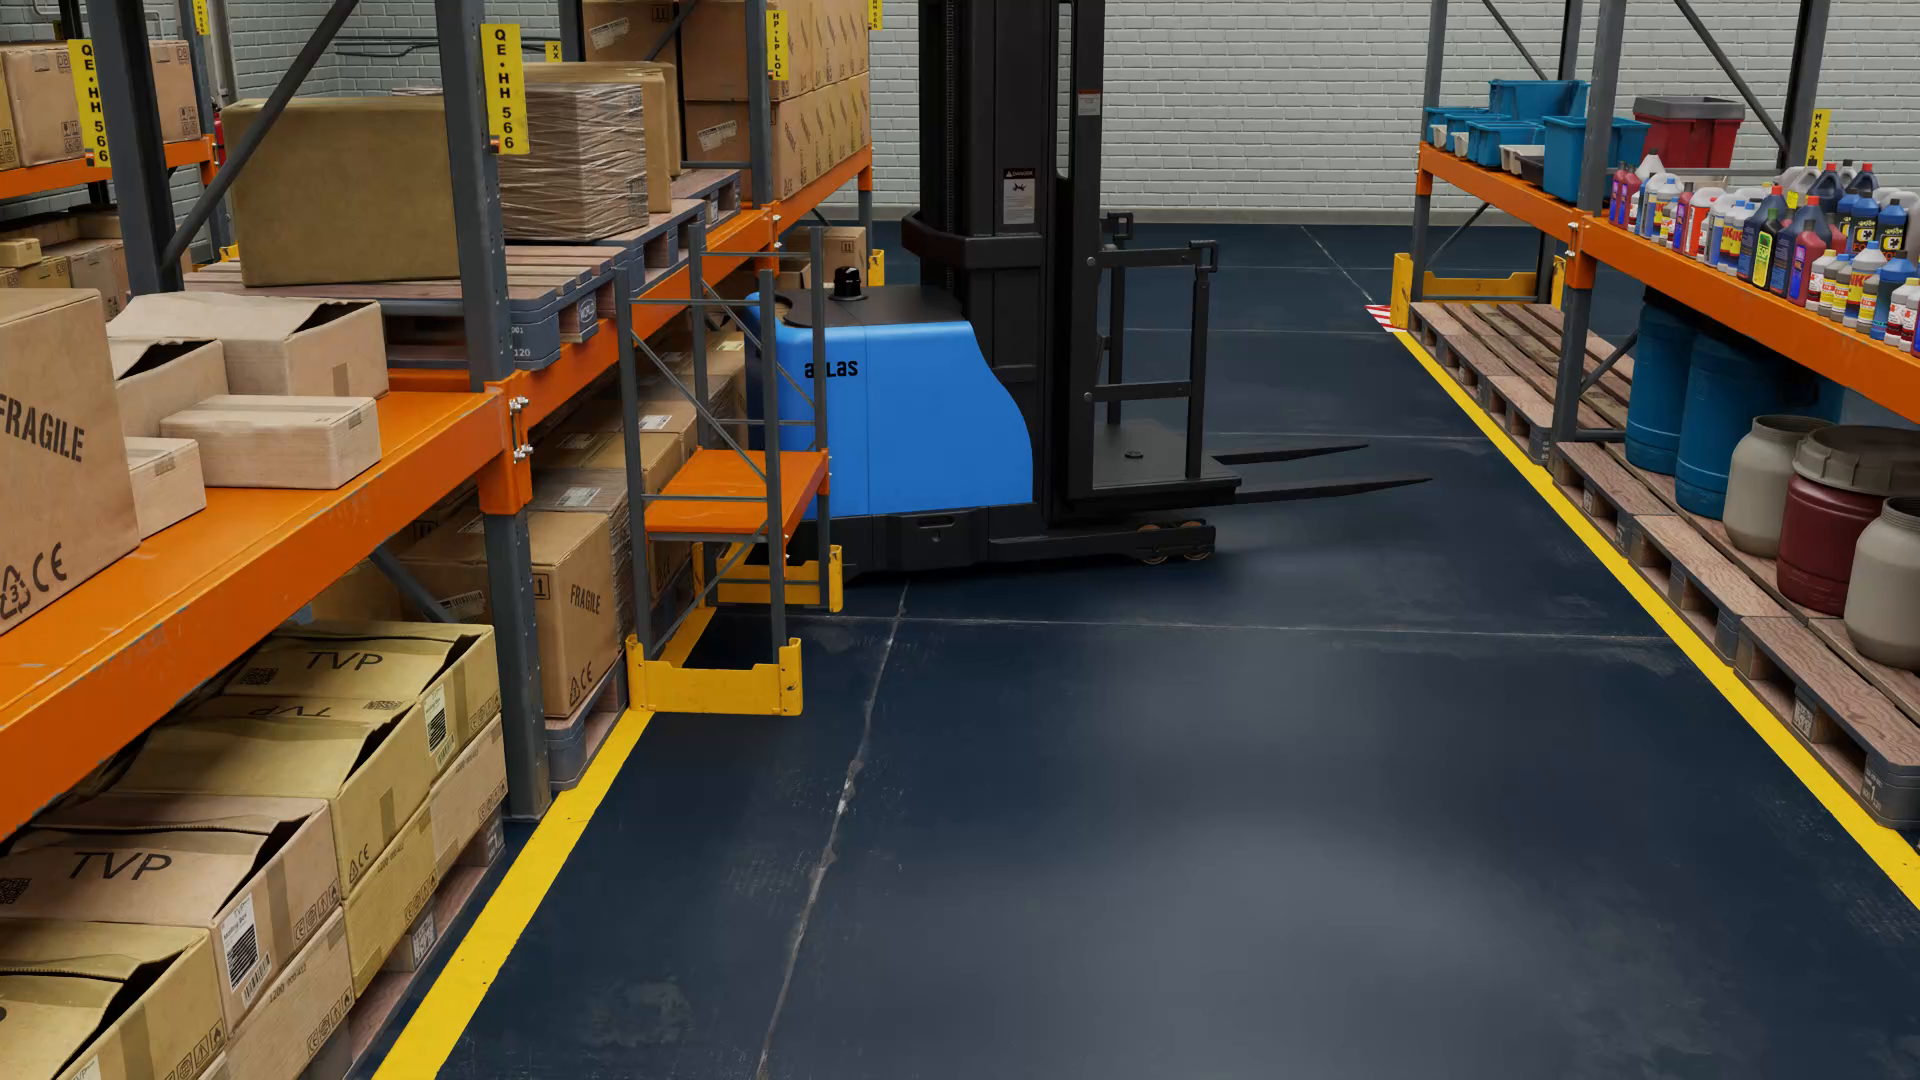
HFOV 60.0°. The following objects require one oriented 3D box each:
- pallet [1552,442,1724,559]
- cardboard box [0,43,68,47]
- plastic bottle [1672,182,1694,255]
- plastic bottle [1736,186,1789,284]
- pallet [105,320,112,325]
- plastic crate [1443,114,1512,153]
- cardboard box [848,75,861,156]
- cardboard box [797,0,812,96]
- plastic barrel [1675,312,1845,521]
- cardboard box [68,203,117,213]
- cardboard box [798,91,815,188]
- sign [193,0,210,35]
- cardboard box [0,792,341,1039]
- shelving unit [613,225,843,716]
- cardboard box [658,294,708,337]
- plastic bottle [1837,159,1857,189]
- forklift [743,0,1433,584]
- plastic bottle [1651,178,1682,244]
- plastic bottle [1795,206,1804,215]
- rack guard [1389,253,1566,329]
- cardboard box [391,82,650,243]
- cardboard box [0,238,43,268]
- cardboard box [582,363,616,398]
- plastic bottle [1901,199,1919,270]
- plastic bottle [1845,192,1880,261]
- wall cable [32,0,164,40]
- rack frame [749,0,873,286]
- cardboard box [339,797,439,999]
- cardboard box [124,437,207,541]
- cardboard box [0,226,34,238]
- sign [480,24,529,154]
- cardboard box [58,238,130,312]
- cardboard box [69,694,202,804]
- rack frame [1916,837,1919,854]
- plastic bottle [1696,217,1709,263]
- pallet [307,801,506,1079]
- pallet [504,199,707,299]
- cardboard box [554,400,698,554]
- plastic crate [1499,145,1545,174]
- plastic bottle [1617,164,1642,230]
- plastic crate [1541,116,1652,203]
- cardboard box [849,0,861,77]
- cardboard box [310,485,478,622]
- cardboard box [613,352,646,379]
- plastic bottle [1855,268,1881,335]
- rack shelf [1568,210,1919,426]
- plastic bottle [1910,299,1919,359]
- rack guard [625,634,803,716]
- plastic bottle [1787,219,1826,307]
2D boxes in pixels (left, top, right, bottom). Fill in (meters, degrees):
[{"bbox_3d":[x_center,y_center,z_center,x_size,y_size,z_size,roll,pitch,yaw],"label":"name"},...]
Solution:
[{"bbox_3d":[3.402,-0.190,7.665,1.003,0.211,1.213,1,18,4],"label":"pallet"},{"bbox_3d":[-6.164,-2.975,11.205,0.980,0.700,0.700,1,18,3],"label":"cardboard box"},{"bbox_3d":[2.983,-1.319,6.817,0.061,0.283,0.133,1,18,4],"label":"plastic bottle"},{"bbox_3d":[2.973,-1.126,6.121,0.144,0.351,0.185,1,18,4],"label":"plastic bottle"},{"bbox_3d":[-6.165,-1.265,10.944,1.003,0.211,1.213,1,18,4],"label":"pallet"},{"bbox_3d":[3.392,-2.672,10.932,0.416,0.233,0.300,1,18,4],"label":"plastic crate"},{"bbox_3d":[-0.949,-2.849,11.141,0.500,0.500,0.500,1,18,4],"label":"cardboard box"},{"bbox_3d":[-1.091,-2.689,9.046,0.500,0.500,0.500,1,18,2],"label":"cardboard box"},{"bbox_3d":[3.392,-0.568,7.035,0.600,0.901,0.708,1,18,4],"label":"plastic barrel"},{"bbox_3d":[-6.237,-2.361,12.110,0.380,0.149,0.250,1,18,4],"label":"cardboard box"},{"bbox_3d":[-1.100,-2.225,9.235,0.500,0.500,0.500,2,18,5],"label":"cardboard box"},{"bbox_3d":[-5.556,-3.864,12.158,0.100,0.325,0.005,1,18,4],"label":"sign"},{"bbox_3d":[-1.590,0.703,3.300,0.500,0.311,0.500,1,18,4],"label":"cardboard box"},{"bbox_3d":[-0.795,-0.293,5.907,0.587,1.500,1.083,1,18,4],"label":"shelving unit"},{"bbox_3d":[-1.684,-1.070,9.181,0.500,0.500,0.500,1,18,4],"label":"cardboard box"},{"bbox_3d":[3.759,-1.438,7.074,0.144,0.351,0.185,1,18,4],"label":"plastic bottle"},{"bbox_3d":[0.609,-1.443,7.119,3.031,2.935,1.130,-5,19,-14],"label":"forklift"},{"bbox_3d":[3.024,-1.409,7.112,0.097,0.271,0.097,0,18,0],"label":"plastic bottle"},{"bbox_3d":[3.097,-1.099,6.167,0.097,0.271,0.097,0,18,0],"label":"plastic bottle"},{"bbox_3d":[3.774,-1.816,12.164,1.175,0.500,0.348,1,18,4],"label":"rack guard"},{"bbox_3d":[-1.540,-1.349,5.887,0.700,0.500,0.500,5,19,14],"label":"cardboard box"},{"bbox_3d":[-5.983,-1.790,10.366,0.380,0.149,0.250,1,18,2],"label":"cardboard box"},{"bbox_3d":[-1.791,-0.788,7.115,0.500,0.250,0.500,1,18,4],"label":"cardboard box"},{"bbox_3d":[3.704,-1.182,6.412,0.152,0.276,0.135,1,18,4],"label":"plastic bottle"},{"bbox_3d":[3.595,-1.249,6.623,0.097,0.271,0.097,0,18,0],"label":"plastic bottle"},{"bbox_3d":[-6.948,-4.119,13.546,0.084,1.984,1.851,1,18,4],"label":"wall cable"},{"bbox_3d":[-1.155,-3.108,12.092,1.000,3.000,0.127,1,18,4],"label":"rack frame"},{"bbox_3d":[-1.556,0.812,3.868,0.500,0.250,0.500,1,18,3],"label":"cardboard box"},{"bbox_3d":[-1.764,-0.107,3.336,0.380,0.149,0.250,3,18,8],"label":"cardboard box"},{"bbox_3d":[-6.326,-1.968,10.909,0.380,0.149,0.250,1,18,4],"label":"cardboard box"},{"bbox_3d":[-1.174,-1.163,4.294,0.100,0.325,0.005,1,18,4],"label":"sign"},{"bbox_3d":[-6.082,-1.854,11.605,0.700,0.500,0.500,1,18,4],"label":"cardboard box"},{"bbox_3d":[-2.088,0.536,3.810,0.500,0.311,0.500,1,18,3],"label":"cardboard box"},{"bbox_3d":[3.212,-0.512,4.168,1.000,3.000,0.127,1,18,4],"label":"rack frame"},{"bbox_3d":[2.984,-1.202,6.592,0.097,0.201,0.097,0,18,0],"label":"plastic bottle"},{"bbox_3d":[-1.826,0.956,4.166,1.003,0.211,1.213,1,18,4],"label":"pallet"},{"bbox_3d":[-1.593,-1.137,6.383,1.003,0.211,1.213,1,18,4],"label":"pallet"},{"bbox_3d":[-1.305,-0.260,6.709,0.500,0.500,0.500,1,18,2],"label":"cardboard box"},{"bbox_3d":[3.324,-2.205,9.662,0.293,0.136,0.466,1,18,4],"label":"plastic crate"},{"bbox_3d":[3.037,-1.553,7.533,0.061,0.283,0.133,1,18,4],"label":"plastic bottle"},{"bbox_3d":[3.192,-1.928,8.418,0.392,0.384,0.575,1,18,4],"label":"plastic crate"},{"bbox_3d":[-0.948,-3.330,11.001,0.500,0.500,0.500,2,18,5],"label":"cardboard box"},{"bbox_3d":[-1.895,0.059,5.732,0.500,0.500,0.500,2,18,6],"label":"cardboard box"},{"bbox_3d":[-1.746,-0.576,7.673,0.500,0.500,0.500,2,18,5],"label":"cardboard box"},{"bbox_3d":[2.880,-0.751,5.215,0.097,0.201,0.097,0,18,0],"label":"plastic bottle"},{"bbox_3d":[3.355,-0.791,6.176,1.077,0.370,4.000,1,18,4],"label":"rack shelf"},{"bbox_3d":[2.832,-0.663,4.818,0.061,0.283,0.133,1,18,4],"label":"plastic bottle"},{"bbox_3d":[-0.830,0.456,5.630,0.587,0.250,0.087,1,18,4],"label":"rack guard"},{"bbox_3d":[2.897,-0.947,5.682,0.061,0.283,0.133,1,18,4],"label":"plastic bottle"}]
